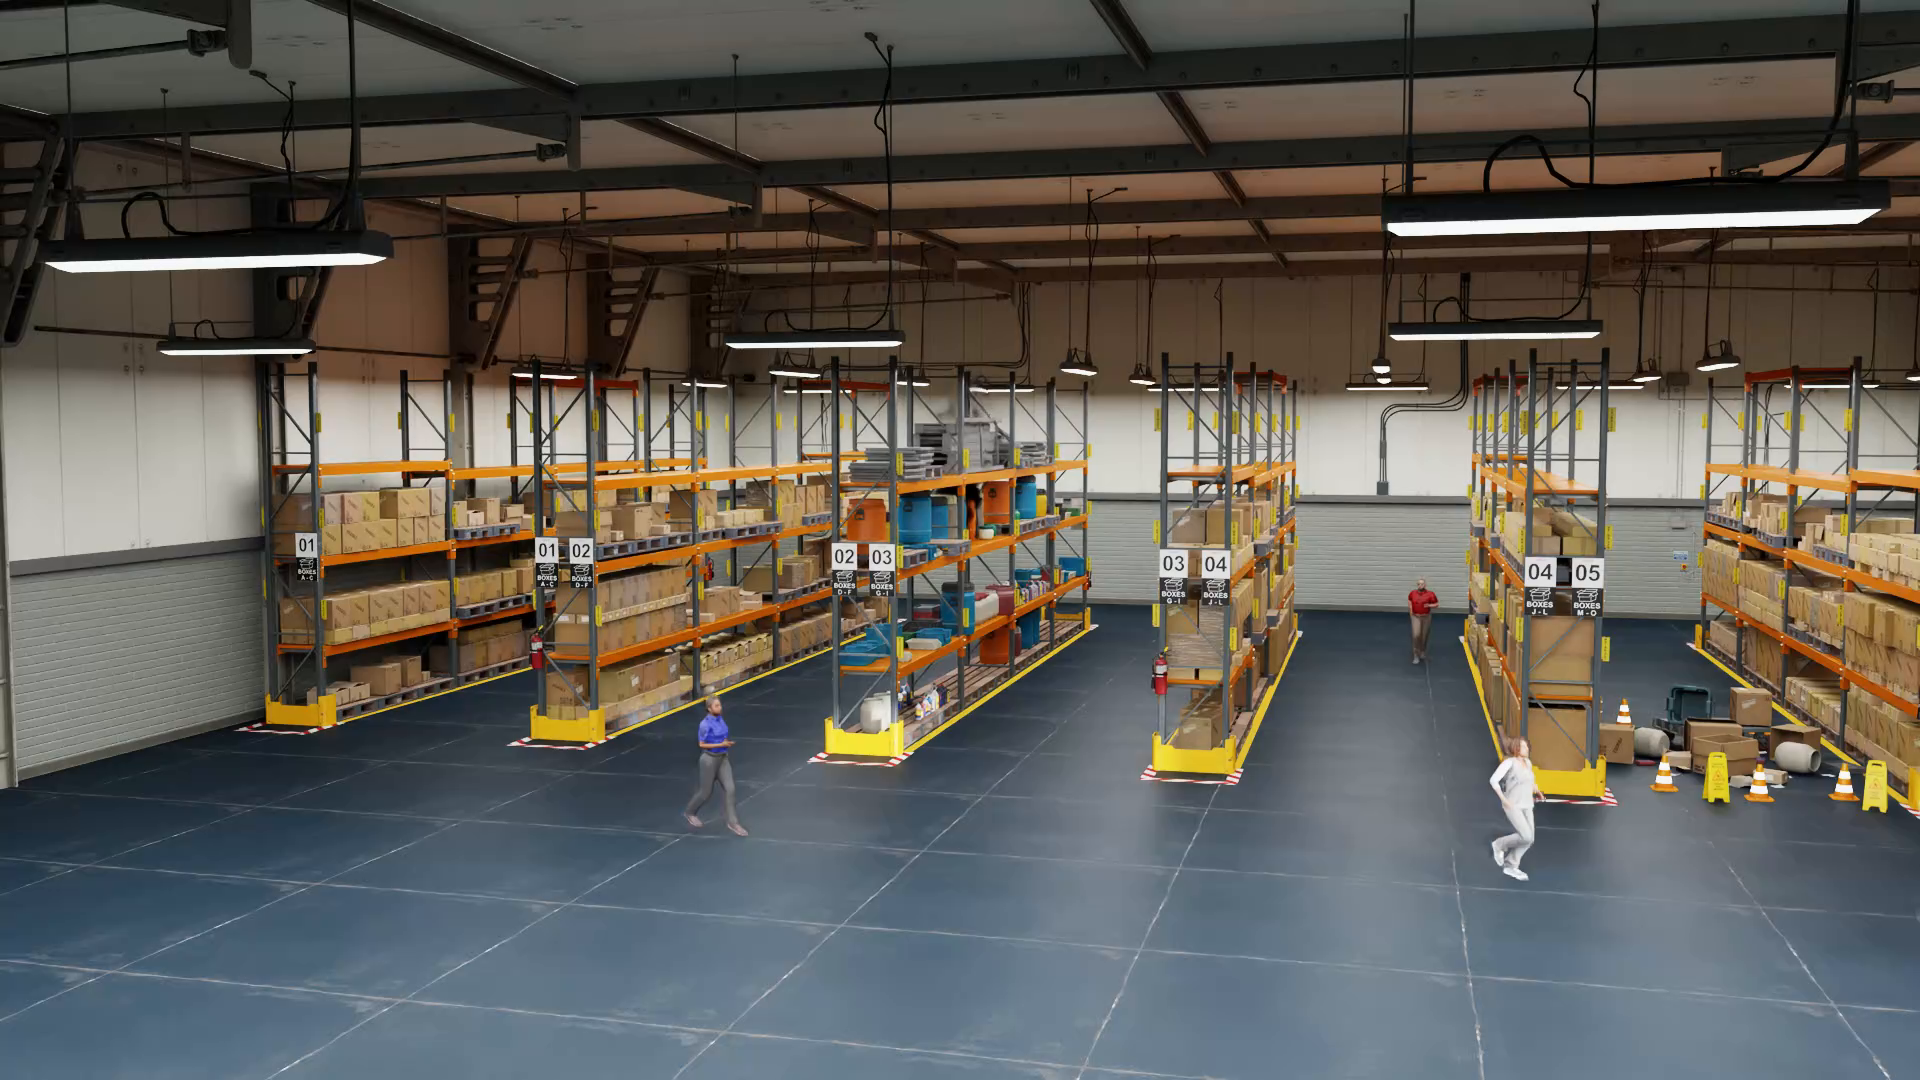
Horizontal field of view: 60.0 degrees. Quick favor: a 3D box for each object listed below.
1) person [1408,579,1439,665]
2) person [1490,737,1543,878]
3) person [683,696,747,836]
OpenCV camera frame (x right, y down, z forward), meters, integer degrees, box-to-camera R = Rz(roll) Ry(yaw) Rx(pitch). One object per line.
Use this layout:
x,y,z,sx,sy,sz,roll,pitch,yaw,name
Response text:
9.689,1.706,34.818,0.631,1.795,0.813,1,4,16,person
6.129,2.946,18.268,0.595,1.551,0.507,-3,5,-32,person
-2.997,2.735,20.231,0.883,1.680,0.574,2,5,31,person
